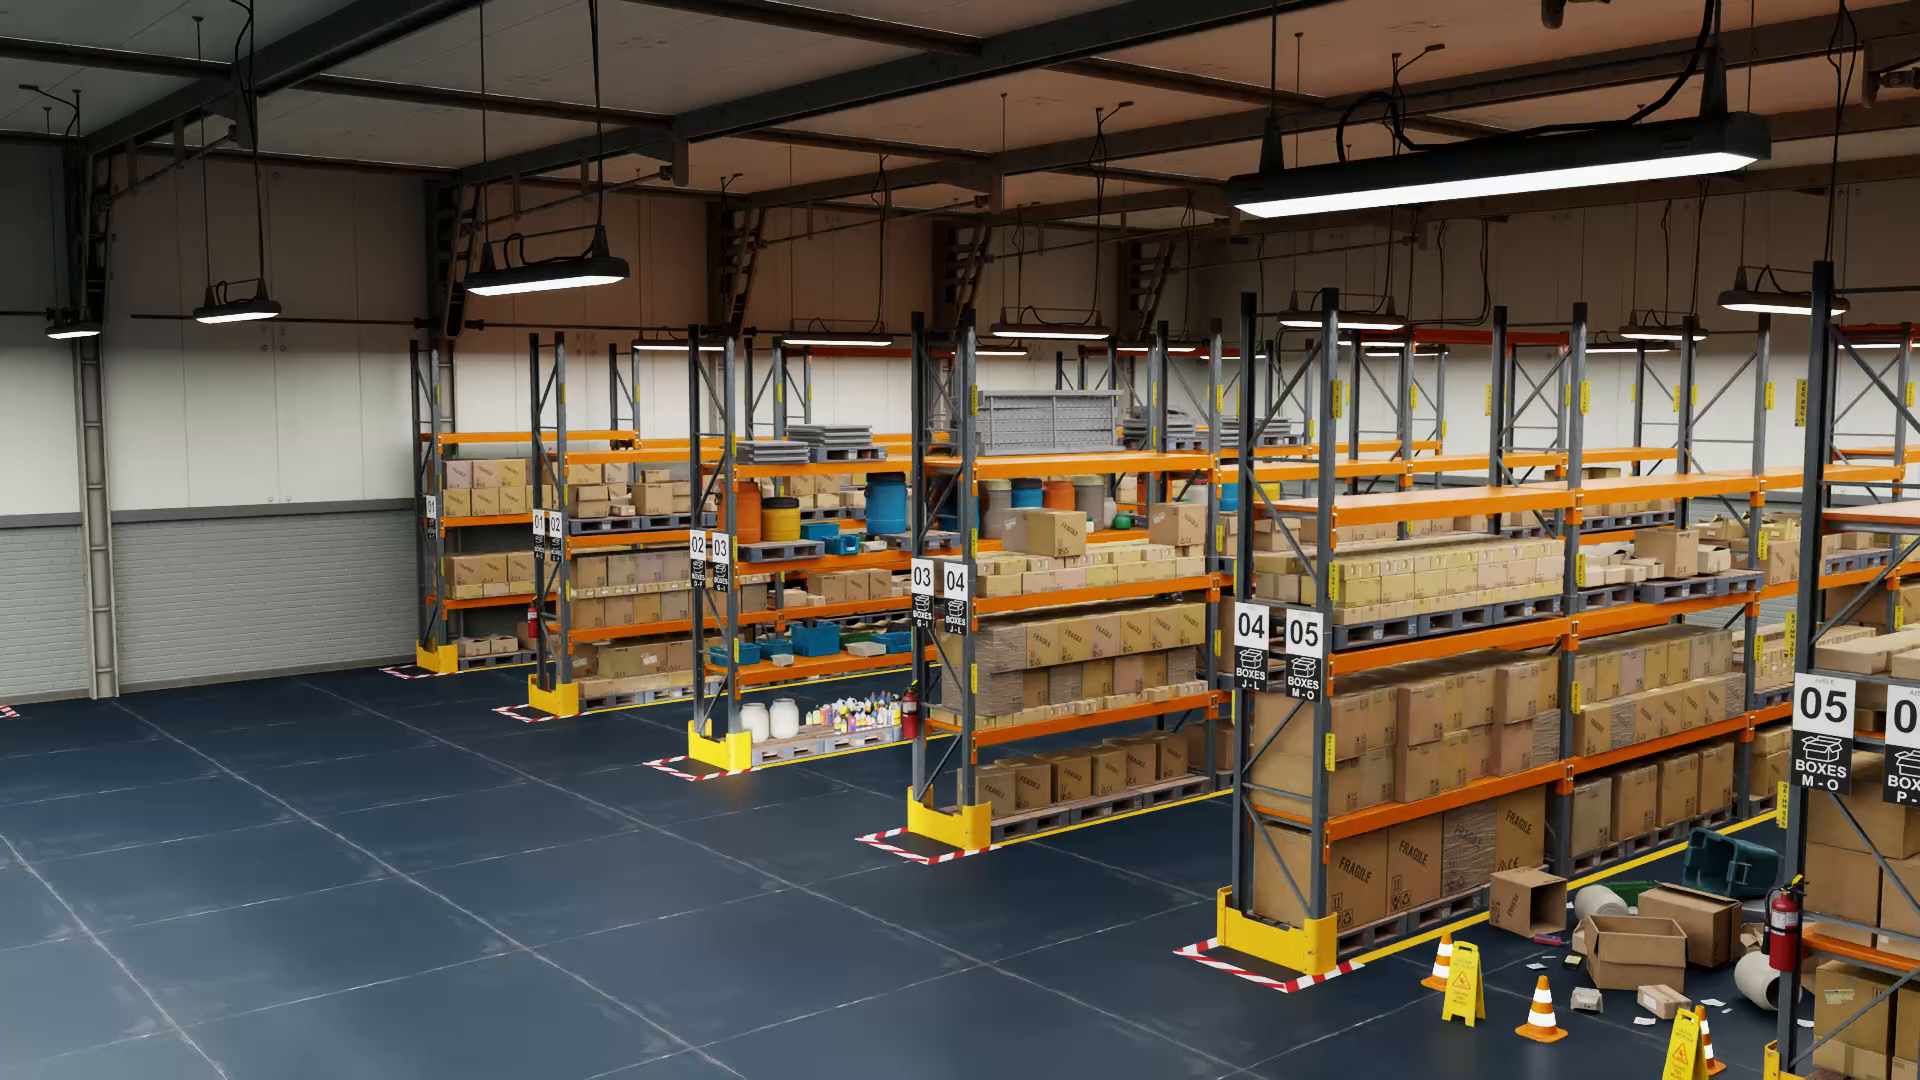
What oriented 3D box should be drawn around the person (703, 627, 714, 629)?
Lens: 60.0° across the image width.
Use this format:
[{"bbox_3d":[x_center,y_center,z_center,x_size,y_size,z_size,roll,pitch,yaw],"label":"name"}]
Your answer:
[{"bbox_3d":[-4.670,1.495,30.319,0.503,1.611,0.446,2,6,16],"label":"person"}]
